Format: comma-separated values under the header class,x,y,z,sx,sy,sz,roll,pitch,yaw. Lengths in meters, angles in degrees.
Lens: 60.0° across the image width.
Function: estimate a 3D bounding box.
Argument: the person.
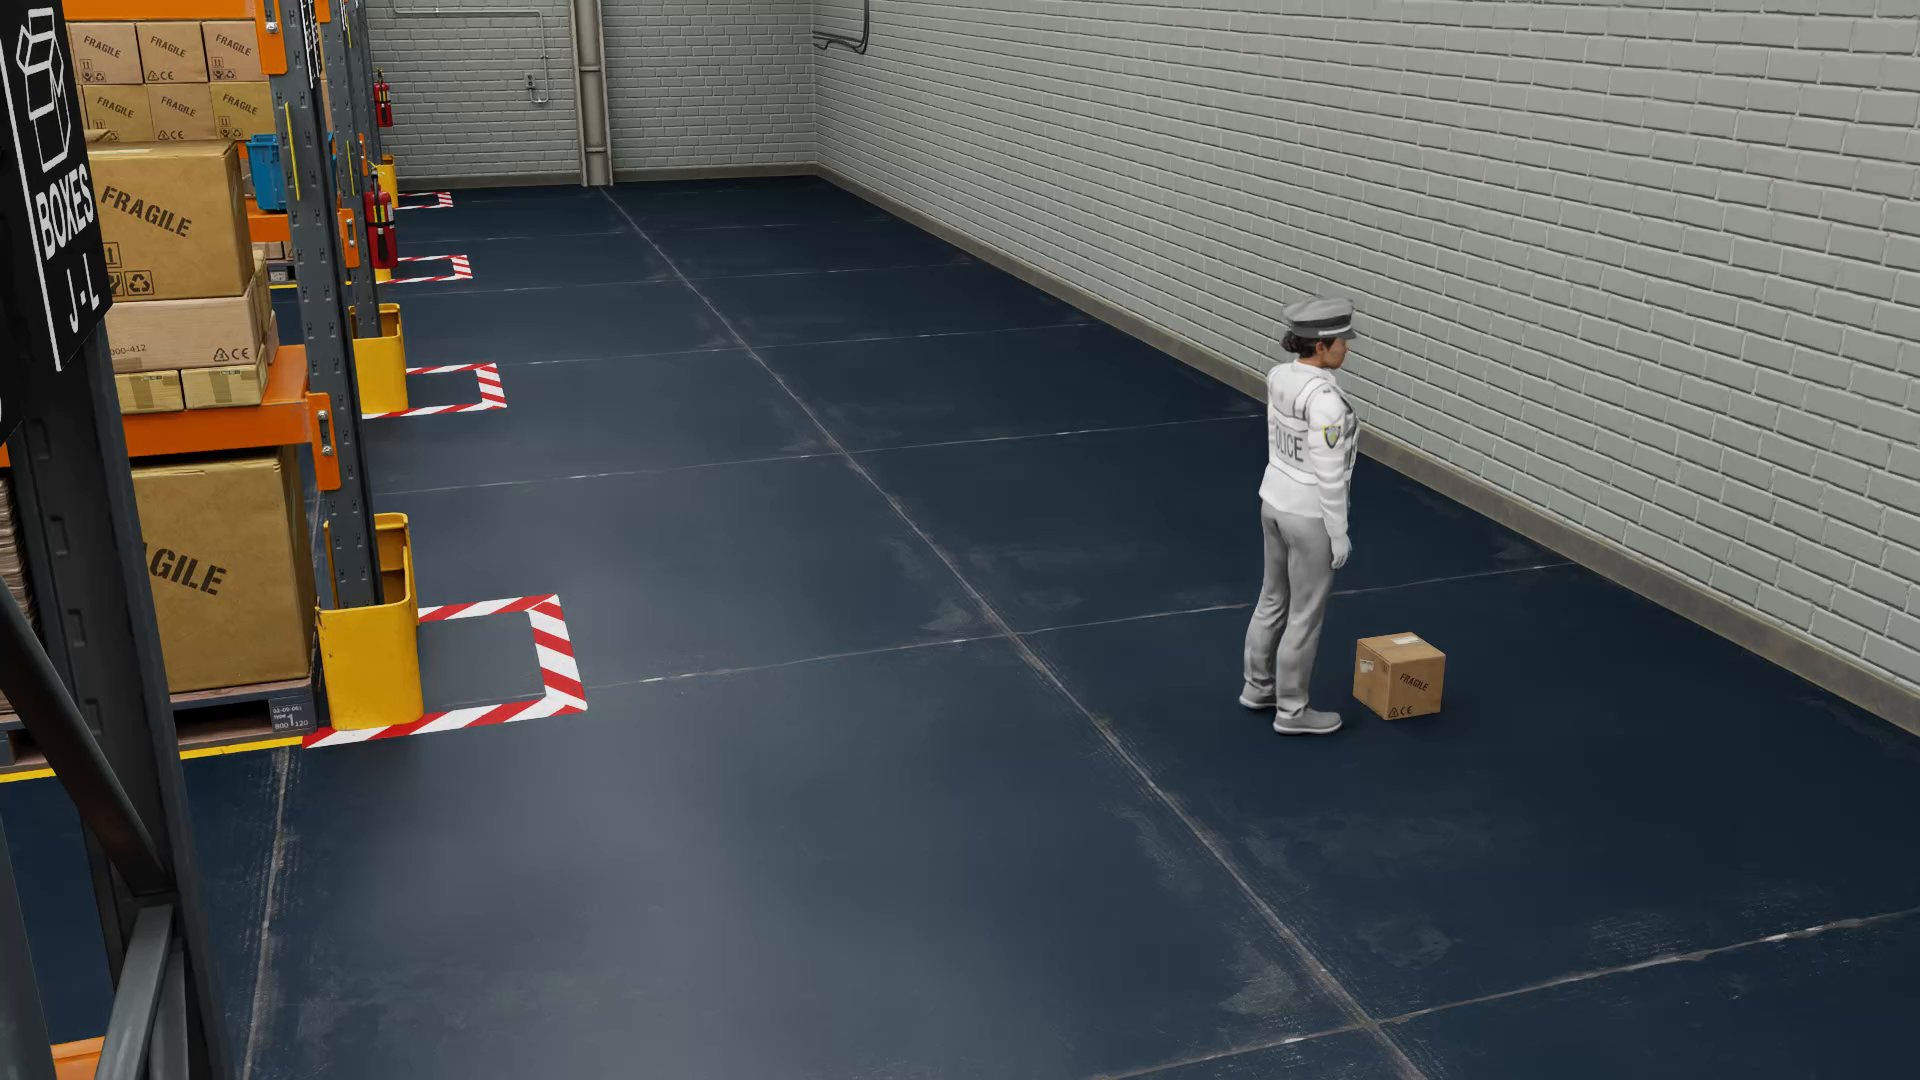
class,x,y,z,sx,sy,sz,roll,pitch,yaw
person,1.310,-0.076,6.282,0.332,1.693,0.502,-6,20,-16
